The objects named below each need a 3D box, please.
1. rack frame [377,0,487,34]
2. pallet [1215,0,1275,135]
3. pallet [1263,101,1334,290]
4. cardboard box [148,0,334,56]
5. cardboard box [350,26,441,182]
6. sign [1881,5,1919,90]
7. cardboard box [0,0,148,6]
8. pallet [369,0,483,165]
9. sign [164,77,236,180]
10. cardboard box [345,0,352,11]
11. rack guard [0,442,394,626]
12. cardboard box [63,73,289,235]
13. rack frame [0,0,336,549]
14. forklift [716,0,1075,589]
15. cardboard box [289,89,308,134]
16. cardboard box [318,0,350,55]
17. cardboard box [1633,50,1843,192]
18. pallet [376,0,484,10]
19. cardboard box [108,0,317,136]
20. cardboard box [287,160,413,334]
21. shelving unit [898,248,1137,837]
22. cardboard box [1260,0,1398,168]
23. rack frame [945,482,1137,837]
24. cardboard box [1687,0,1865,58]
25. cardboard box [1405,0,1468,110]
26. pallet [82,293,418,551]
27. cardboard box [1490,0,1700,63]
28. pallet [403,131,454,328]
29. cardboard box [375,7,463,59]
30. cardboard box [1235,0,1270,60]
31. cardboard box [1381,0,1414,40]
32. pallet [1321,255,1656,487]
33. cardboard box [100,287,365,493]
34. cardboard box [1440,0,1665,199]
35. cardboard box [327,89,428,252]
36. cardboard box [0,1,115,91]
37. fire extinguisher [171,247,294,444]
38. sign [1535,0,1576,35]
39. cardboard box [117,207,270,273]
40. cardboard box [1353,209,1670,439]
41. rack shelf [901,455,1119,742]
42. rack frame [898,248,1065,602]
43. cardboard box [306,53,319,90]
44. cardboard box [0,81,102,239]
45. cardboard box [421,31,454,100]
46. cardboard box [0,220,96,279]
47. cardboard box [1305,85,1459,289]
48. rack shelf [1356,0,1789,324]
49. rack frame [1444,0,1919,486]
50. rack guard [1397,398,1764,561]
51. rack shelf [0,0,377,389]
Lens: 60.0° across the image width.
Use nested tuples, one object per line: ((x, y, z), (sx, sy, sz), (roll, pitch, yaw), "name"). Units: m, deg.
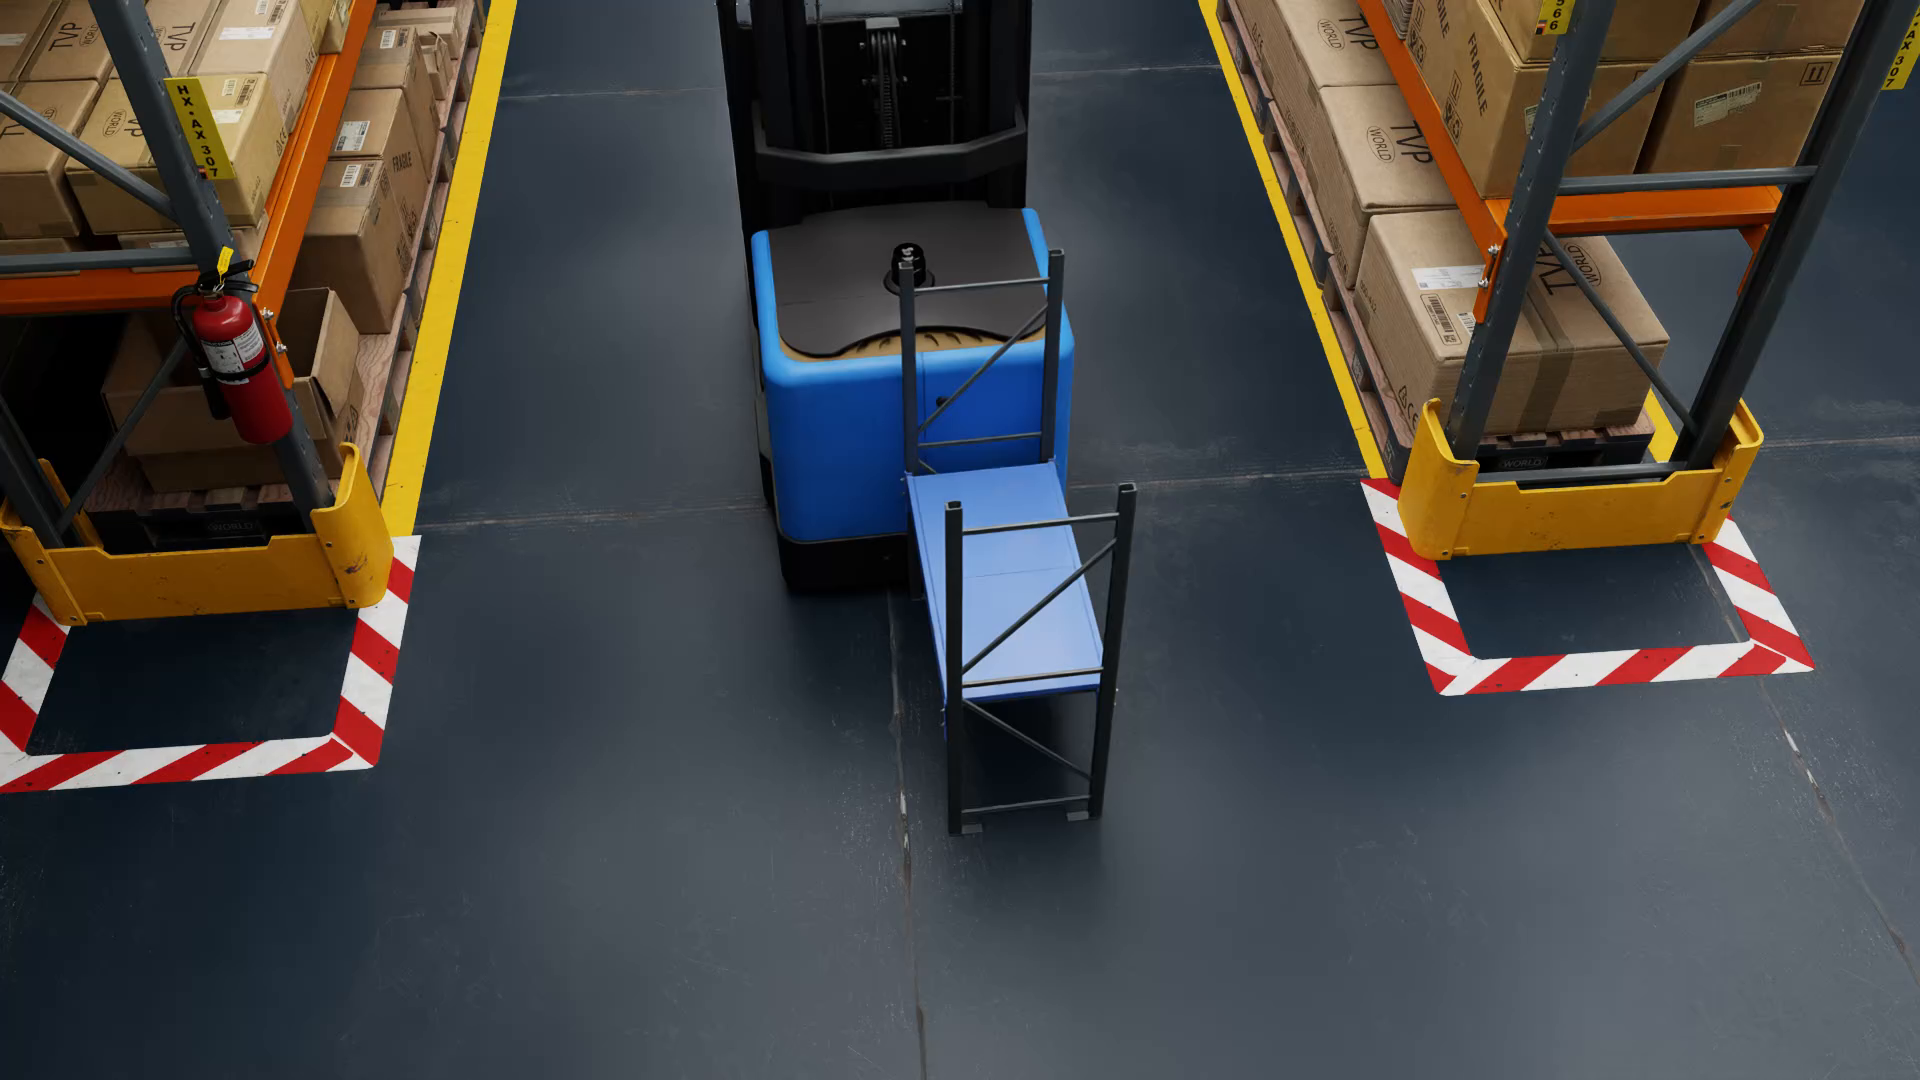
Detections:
((-3.017, -3.718, 7.705), (1.000, 3.000, 0.127), (-3, 47, -3), "rack frame")
((1.915, -2.509, 8.480), (1.003, 0.211, 1.213), (-3, 47, -3), "pallet")
((2.020, -1.624, 7.643), (1.003, 0.211, 1.213), (-3, 47, -3), "pallet")
((-2.540, -1.951, 5.930), (0.500, 0.250, 0.500), (-4, 47, -4), "cardboard box")
((-2.759, -1.929, 7.443), (0.700, 0.500, 0.500), (-5, 47, -5), "cardboard box")
((2.817, -1.483, 4.937), (0.100, 0.325, 0.005), (-3, 47, -3), "sign")
((-3.064, -1.923, 5.904), (0.500, 0.250, 0.500), (-2, 47, -2), "cardboard box")
((-2.960, -2.262, 8.247), (1.003, 0.211, 1.213), (-3, 47, -3), "pallet")
((-2.141, -1.155, 4.681), (0.100, 0.325, 0.005), (-3, 47, -3), "sign")
((-2.537, -2.116, 6.361), (0.380, 0.149, 0.250), (-3, 47, -2), "cardboard box")
((-2.688, -0.019, 5.924), (1.175, 0.500, 0.348), (-3, 47, -3), "rack guard")
((-2.452, -1.219, 5.237), (0.500, 0.250, 0.500), (-3, 47, -3), "cardboard box")
((-2.682, -0.824, 4.964), (1.000, 3.000, 0.127), (-3, 47, -3), "rack frame")
((-0.328, -1.913, 6.043), (1.130, 2.935, 3.031), (-6, 47, -6), "forklift")
((-2.520, -1.548, 5.823), (0.380, 0.149, 0.250), (-2, 47, -2), "cardboard box")
((-2.495, -1.927, 6.182), (0.380, 0.149, 0.250), (-5, 47, -4), "cardboard box")
((2.510, -1.527, 5.562), (0.500, 0.500, 0.500), (-4, 47, -4), "cardboard box")
((-3.123, -3.345, 9.273), (1.003, 0.211, 1.213), (-3, 47, -3), "pallet")
((-2.494, -1.584, 5.583), (0.500, 0.250, 0.500), (-3, 47, -3), "cardboard box")
((-2.672, -1.178, 6.732), (0.700, 0.500, 0.500), (-2, 47, -2), "cardboard box")
((0.138, 0.037, 5.182), (0.538, 1.500, 1.048), (-6, 47, -6), "shelving unit")
((1.950, -2.177, 7.721), (0.875, 0.438, 0.875), (-5, 47, -4), "cardboard box")
((0.210, 0.403, 4.836), (0.500, 1.500, 0.032), (-6, 47, -6), "rack frame")
((2.507, -1.871, 5.199), (0.500, 0.500, 0.500), (-4, 47, -4), "cardboard box")
((1.933, -1.860, 5.876), (0.500, 0.500, 0.500), (-4, 47, -4), "cardboard box")
((-2.756, -0.497, 6.575), (1.003, 0.211, 1.213), (-3, 47, -3), "pallet")
((1.986, -1.841, 5.170), (0.500, 0.500, 0.500), (-2, 47, -2), "cardboard box")
((-2.855, -1.377, 7.409), (1.003, 0.211, 1.213), (-3, 47, -3), "pallet")
((-2.678, -2.497, 8.223), (0.380, 0.149, 0.250), (-5, 47, -4), "cardboard box")
((1.875, -2.825, 8.335), (0.875, 0.438, 0.875), (-4, 47, -4), "cardboard box")
((1.880, -2.231, 6.228), (0.500, 0.500, 0.500), (-2, 47, -2), "cardboard box")
((2.119, -0.743, 6.808), (1.003, 0.211, 1.213), (-3, 47, -3), "pallet")
((-2.639, -0.558, 6.143), (0.797, 0.503, 0.637), (-5, 47, -5), "cardboard box")
((1.960, -1.496, 5.532), (0.500, 0.500, 0.500), (-3, 47, -3), "cardboard box")
((-2.616, -1.566, 7.100), (0.500, 0.500, 0.500), (-3, 47, -3), "cardboard box")
((-3.027, -1.564, 5.564), (0.500, 0.250, 0.500), (-3, 47, -3), "cardboard box")
((-2.209, -0.591, 5.054), (0.296, 0.674, 0.183), (-3, 47, -3), "fire extinguisher")
((1.722, -1.585, 4.725), (0.100, 0.325, 0.005), (-3, 47, -3), "sign")
((-2.436, -0.992, 5.297), (0.380, 0.149, 0.250), (-4, 47, -4), "cardboard box")
((2.109, -0.863, 6.477), (0.875, 0.438, 0.875), (-5, 47, -5), "cardboard box")
((0.138, 0.161, 5.312), (0.538, 0.185, 1.000), (-6, 47, -6), "rack shelf")
((0.066, -0.328, 5.528), (0.500, 1.500, 0.032), (-6, 47, -6), "rack frame")
((-2.548, -1.740, 6.005), (0.380, 0.149, 0.250), (-3, 47, -3), "cardboard box")
((-2.985, -1.191, 5.211), (0.500, 0.250, 0.500), (-2, 47, -2), "cardboard box")
((-2.648, -2.279, 7.936), (0.396, 0.266, 0.258), (-2, 47, -2), "cardboard box")
((-2.977, -0.961, 5.267), (0.380, 0.149, 0.250), (-4, 47, -4), "cardboard box")
((2.024, -1.525, 7.104), (0.875, 0.438, 0.875), (-2, 47, -2), "cardboard box")
((2.096, -2.328, 6.884), (1.077, 0.370, 4.000), (-3, 47, -3), "rack shelf")
((2.264, -1.128, 5.253), (1.000, 3.000, 0.127), (-3, 47, -3), "rack frame")
((2.266, -0.251, 6.144), (1.175, 0.500, 0.348), (-3, 47, -3), "rack guard")
((-2.850, -2.024, 6.596), (1.077, 0.370, 4.000), (-3, 47, -3), "rack shelf")
